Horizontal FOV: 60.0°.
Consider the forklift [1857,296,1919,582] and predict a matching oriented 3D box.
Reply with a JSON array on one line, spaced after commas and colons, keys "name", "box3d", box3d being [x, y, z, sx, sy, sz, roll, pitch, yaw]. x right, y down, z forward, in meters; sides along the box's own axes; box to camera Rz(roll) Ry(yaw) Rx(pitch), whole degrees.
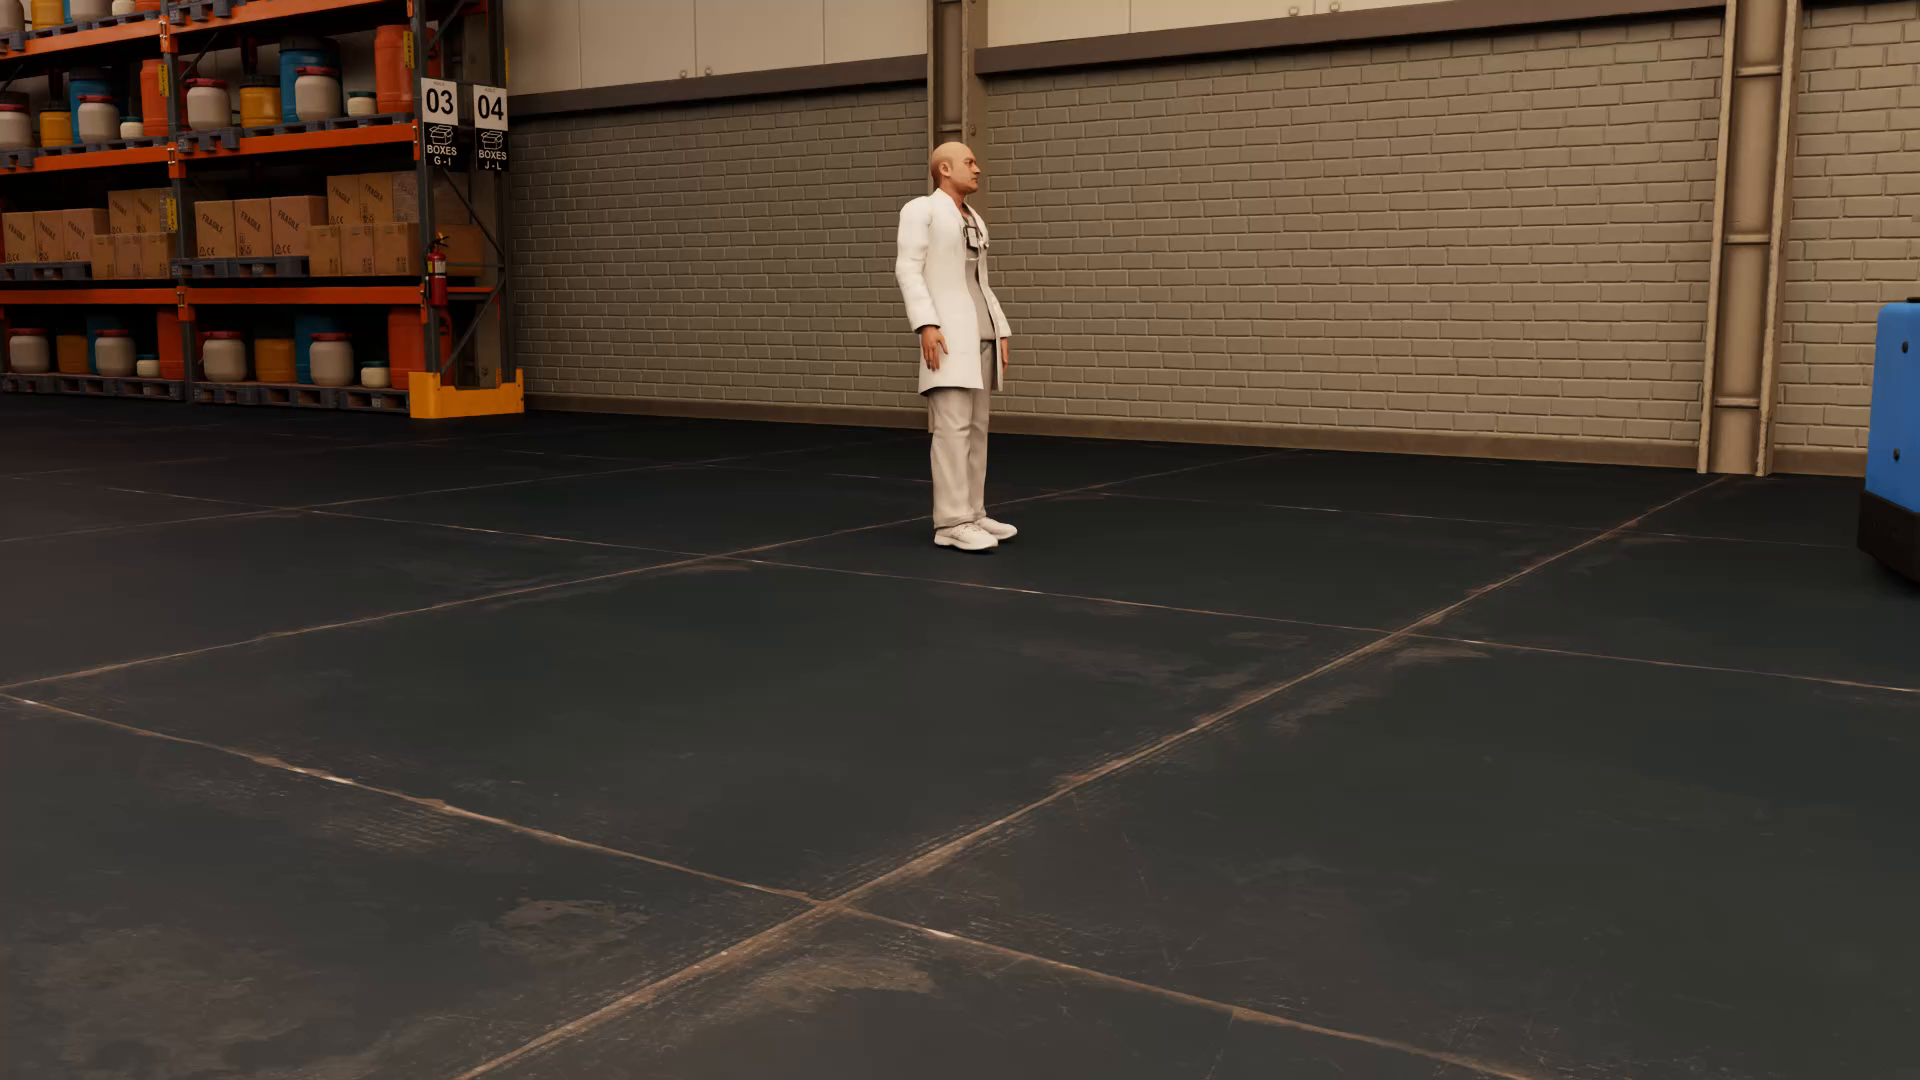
[{"name": "forklift", "box3d": [5.042, -1.231, 5.852, 3.031, 2.935, 1.130, 2, 8, 16]}]

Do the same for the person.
[{"name": "person", "box3d": [0.072, -0.880, 7.424, 0.581, 1.776, 0.696, 5, 10, 34]}]
